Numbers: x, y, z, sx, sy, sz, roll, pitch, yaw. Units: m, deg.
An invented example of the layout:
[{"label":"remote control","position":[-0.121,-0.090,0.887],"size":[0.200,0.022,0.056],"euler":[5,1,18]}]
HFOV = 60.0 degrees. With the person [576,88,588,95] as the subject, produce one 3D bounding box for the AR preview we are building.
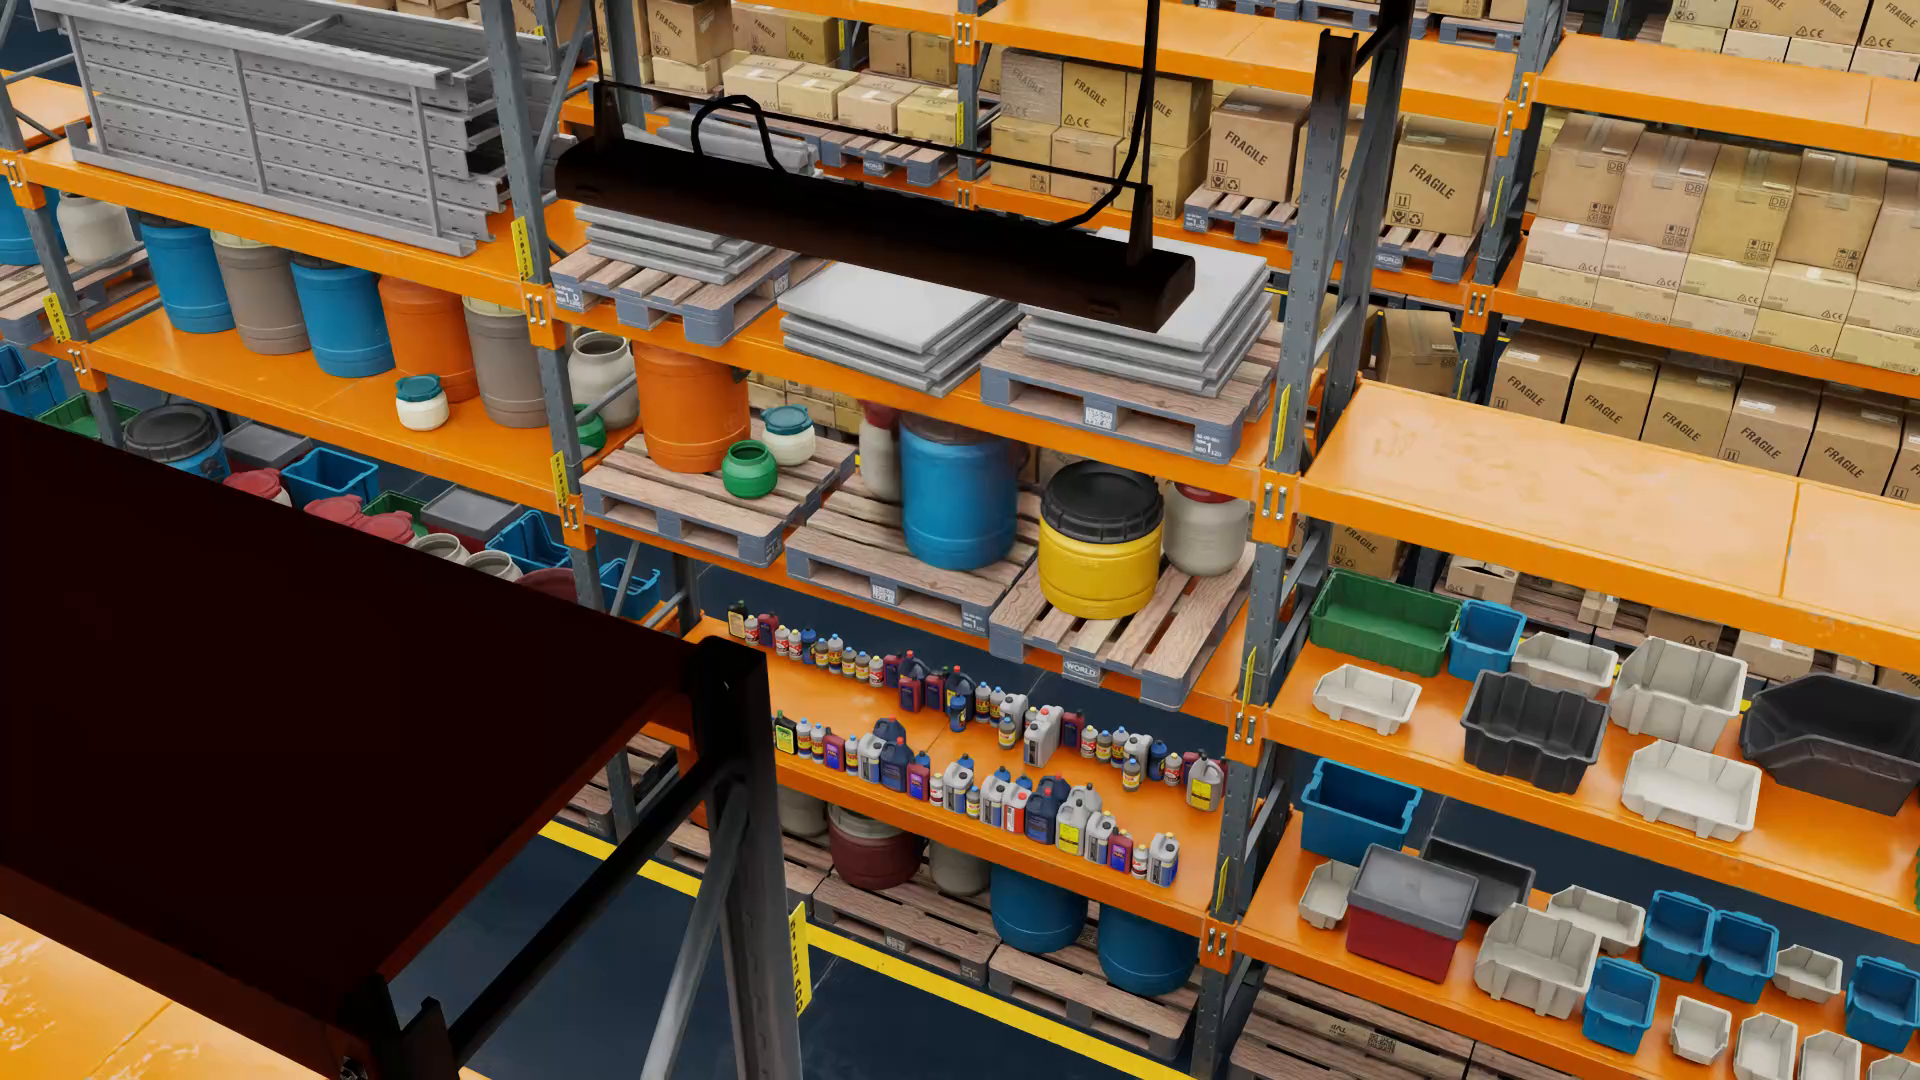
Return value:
[{"label":"person","position":[-4.175,-4.421,18.785],"size":[0.992,1.559,0.526],"euler":[-14,37,-19]}]
